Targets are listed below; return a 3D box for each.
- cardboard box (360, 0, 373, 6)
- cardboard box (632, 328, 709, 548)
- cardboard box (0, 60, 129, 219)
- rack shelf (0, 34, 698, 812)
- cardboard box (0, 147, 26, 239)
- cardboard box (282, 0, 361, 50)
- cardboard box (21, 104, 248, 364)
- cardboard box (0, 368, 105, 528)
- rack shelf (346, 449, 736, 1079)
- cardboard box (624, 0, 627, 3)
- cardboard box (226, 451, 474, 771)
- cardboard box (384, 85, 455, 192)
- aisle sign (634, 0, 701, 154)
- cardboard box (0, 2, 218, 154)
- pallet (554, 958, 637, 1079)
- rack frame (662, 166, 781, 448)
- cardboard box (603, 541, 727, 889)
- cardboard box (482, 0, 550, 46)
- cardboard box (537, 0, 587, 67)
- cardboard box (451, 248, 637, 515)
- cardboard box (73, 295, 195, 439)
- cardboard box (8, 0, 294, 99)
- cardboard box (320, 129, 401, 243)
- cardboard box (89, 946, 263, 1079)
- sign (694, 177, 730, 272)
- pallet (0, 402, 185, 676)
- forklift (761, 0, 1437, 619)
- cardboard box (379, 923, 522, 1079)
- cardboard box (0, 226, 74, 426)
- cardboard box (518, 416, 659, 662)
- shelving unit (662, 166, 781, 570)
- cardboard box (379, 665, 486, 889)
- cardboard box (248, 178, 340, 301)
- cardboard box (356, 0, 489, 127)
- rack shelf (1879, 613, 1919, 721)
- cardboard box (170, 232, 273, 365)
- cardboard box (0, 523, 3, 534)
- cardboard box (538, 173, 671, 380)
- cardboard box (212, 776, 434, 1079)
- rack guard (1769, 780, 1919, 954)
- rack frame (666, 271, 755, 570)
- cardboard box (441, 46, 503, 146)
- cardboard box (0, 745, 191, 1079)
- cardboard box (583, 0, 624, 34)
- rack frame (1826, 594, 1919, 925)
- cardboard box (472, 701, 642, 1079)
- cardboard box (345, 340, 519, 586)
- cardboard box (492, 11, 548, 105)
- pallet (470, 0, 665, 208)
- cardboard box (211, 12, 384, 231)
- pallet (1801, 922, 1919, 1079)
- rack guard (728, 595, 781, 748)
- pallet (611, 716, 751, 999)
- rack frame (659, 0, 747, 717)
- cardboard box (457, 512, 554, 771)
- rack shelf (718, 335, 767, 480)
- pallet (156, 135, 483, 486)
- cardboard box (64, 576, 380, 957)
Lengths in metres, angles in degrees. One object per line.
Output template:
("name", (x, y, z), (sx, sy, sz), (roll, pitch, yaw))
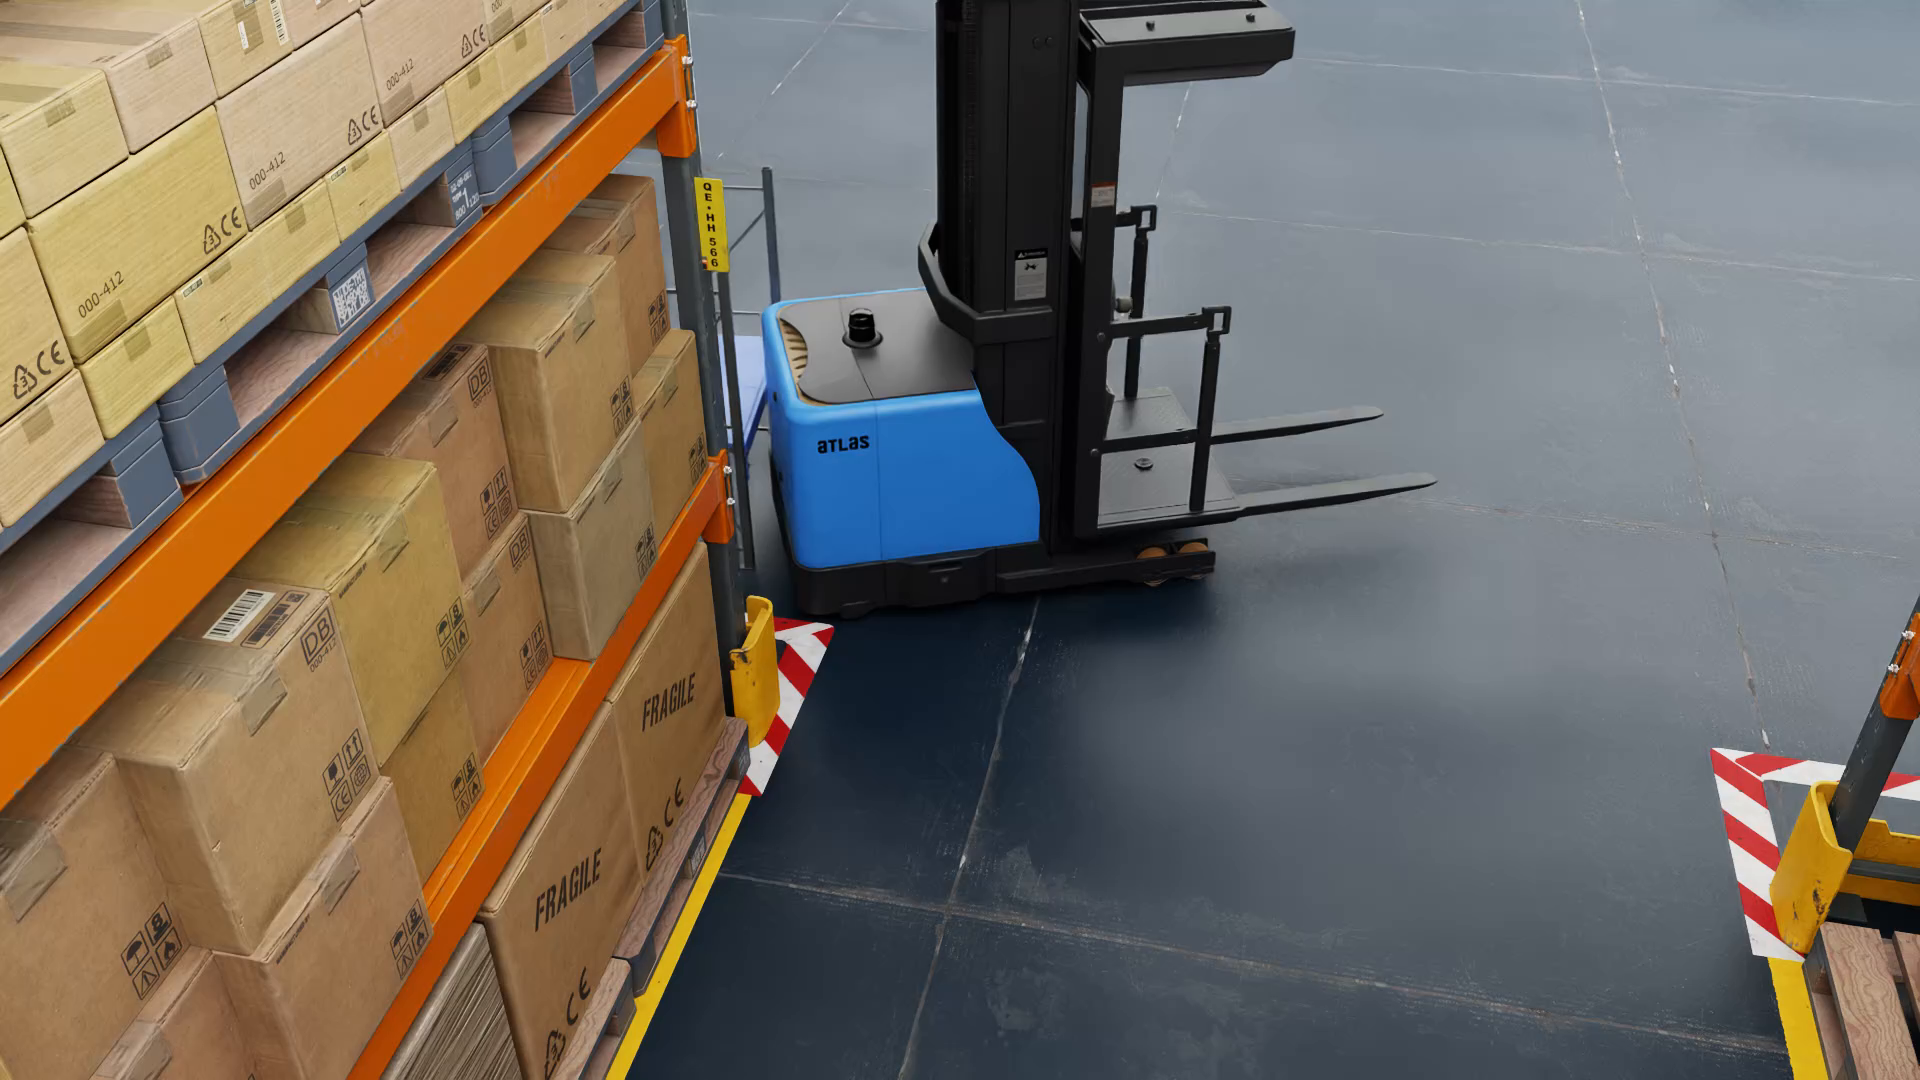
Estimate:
("cardboard box", (-1.350, -1.218, 3.410), (0.380, 0.149, 0.250), (7, 36, 9))
("cardboard box", (-1.372, -0.379, 5.589), (0.875, 0.550, 0.550), (7, 37, 10))
("cardboard box", (-1.566, -0.641, 2.613), (0.380, 0.149, 0.250), (8, 37, 10))
("rack shelf", (-1.764, -0.313, 3.683), (1.077, 0.370, 4.000), (7, 37, 10))
("cardboard box", (-1.620, -0.493, 2.409), (0.380, 0.149, 0.250), (7, 36, 9))
("cardboard box", (-1.403, -1.073, 3.210), (0.380, 0.149, 0.250), (8, 37, 10))
("cardboard box", (-1.600, -0.552, 2.831), (0.500, 0.250, 0.500), (7, 37, 9))
("cardboard box", (-1.620, -0.168, 2.641), (0.380, 0.149, 0.250), (7, 36, 9))
("rack shelf", (-1.764, 0.901, 4.564), (1.077, 0.370, 4.000), (7, 37, 10))
("cardboard box", (-1.077, -1.627, 4.654), (0.380, 0.149, 0.250), (7, 37, 10))
("cardboard box", (-1.720, 0.124, 3.975), (0.875, 0.550, 0.500), (7, 37, 10))
("cardboard box", (-1.349, -0.899, 3.649), (0.380, 0.149, 0.250), (8, 37, 10))
("aisle sign", (-1.029, -1.592, 5.176), (0.394, 0.787, 0.004), (7, 37, 10))
("cardboard box", (-1.511, -0.786, 2.813), (0.380, 0.149, 0.250), (7, 37, 10))
("pallet", (-1.694, 1.758, 5.145), (1.003, 0.211, 1.213), (7, 37, 10))
("rack frame", (-1.101, -1.085, 7.969), (0.500, 1.500, 0.032), (3, 36, 4))
("cardboard box", (-1.418, 0.551, 5.887), (0.875, 0.875, 0.875), (8, 37, 10))
("cardboard box", (-1.276, -1.419, 4.027), (0.500, 0.250, 0.500), (7, 37, 10))
("cardboard box", (-1.186, -1.335, 4.251), (0.380, 0.149, 0.250), (8, 37, 11))
("cardboard box", (-1.482, -0.500, 4.836), (0.875, 0.550, 0.550), (7, 37, 10))
("cardboard box", (-1.566, -0.317, 2.846), (0.380, 0.149, 0.250), (7, 36, 9))
("cardboard box", (-1.457, -0.928, 3.010), (0.380, 0.149, 0.250), (7, 37, 10))
("cardboard box", (-1.403, -0.753, 3.447), (0.380, 0.149, 0.250), (8, 37, 11))
("cardboard box", (-2.029, 1.165, 3.459), (0.875, 0.550, 0.550), (7, 37, 10))
("sign", (-0.810, -1.025, 5.420), (0.100, 0.325, 0.005), (7, 37, 10))
("pallet", (-2.007, 0.110, 2.562), (1.003, 0.211, 1.213), (7, 37, 10))
("forklift", (0.677, -1.282, 7.021), (3.031, 2.935, 1.130), (-7, 37, -10))
("cardboard box", (-1.800, 1.578, 4.470), (0.875, 0.875, 0.875), (8, 37, 10))
("cardboard box", (-1.707, -0.263, 2.432), (0.500, 0.250, 0.500), (7, 37, 10))
("cardboard box", (-1.468, -0.061, 5.150), (0.875, 0.550, 0.550), (7, 37, 10))
("shelving unit", (-1.142, -0.788, 7.558), (0.538, 1.500, 1.048), (3, 36, 4))
("cardboard box", (-1.783, 0.553, 4.303), (0.875, 0.550, 0.500), (7, 37, 10))
("cardboard box", (-1.457, -0.605, 3.244), (0.380, 0.149, 0.250), (8, 37, 11))
("cardboard box", (-1.385, -1.131, 3.630), (0.500, 0.250, 0.500), (7, 37, 10))
("rack shelf", (3.060, 1.581, 3.626), (1.077, 0.370, 4.000), (7, 37, 10))
("cardboard box", (-1.512, -0.463, 3.048), (0.380, 0.149, 0.250), (7, 37, 10))
("cardboard box", (-1.674, -0.024, 2.443), (0.380, 0.149, 0.250), (7, 37, 10))
("cardboard box", (-1.454, -0.827, 5.287), (0.875, 0.550, 0.550), (7, 37, 10))
("cardboard box", (-1.799, 0.870, 3.866), (0.875, 0.550, 0.550), (7, 37, 10))
("rack guard", (3.470, 1.199, 5.670), (1.175, 0.500, 0.348), (7, 37, 10))
("rack frame", (-1.184, -0.490, 7.148), (0.500, 1.500, 0.032), (3, 36, 4))
("cardboard box", (-1.295, -1.043, 3.848), (0.380, 0.149, 0.250), (7, 36, 9))
("cardboard box", (-2.075, 0.721, 3.151), (0.875, 0.550, 0.550), (7, 37, 10))
("cardboard box", (-1.132, -1.483, 4.455), (0.380, 0.149, 0.250), (8, 37, 10))
("rack frame", (3.487, 0.143, 4.997), (1.000, 3.000, 0.127), (7, 37, 10))
("cardboard box", (-1.603, 1.055, 5.191), (0.875, 0.875, 0.875), (7, 36, 9))
("cardboard box", (-1.734, -0.196, 4.416), (0.875, 0.550, 0.550), (7, 37, 10))
("cardboard box", (-1.241, -1.190, 4.051), (0.380, 0.149, 0.250), (8, 37, 10))
("pallet", (-1.485, -1.289, 4.492), (1.003, 0.211, 1.213), (7, 37, 10))
("cardboard box", (-1.493, -0.843, 3.232), (0.500, 0.250, 0.500), (8, 37, 10))
("pallet", (3.262, 1.777, 5.118), (1.003, 0.211, 1.213), (7, 37, 10))
("rack guard", (-1.332, 0.462, 6.687), (1.175, 0.500, 0.348), (7, 37, 10))
("pallet", (-1.432, 1.061, 6.107), (1.003, 0.211, 1.213), (7, 37, 10))
("rack frame", (-1.337, -0.537, 5.934), (1.000, 3.000, 0.127), (7, 37, 10))
("cardboard box", (-1.711, 0.244, 4.729), (0.875, 0.550, 0.550), (7, 37, 10))
("rack shelf", (-1.142, -0.642, 7.664), (0.538, 0.185, 1.000), (3, 36, 4))
("pallet", (-1.744, -0.587, 3.524), (1.003, 0.211, 1.213), (7, 37, 10))
("cardboard box", (-1.826, 0.429, 3.554), (0.875, 0.550, 0.550), (7, 37, 10))
